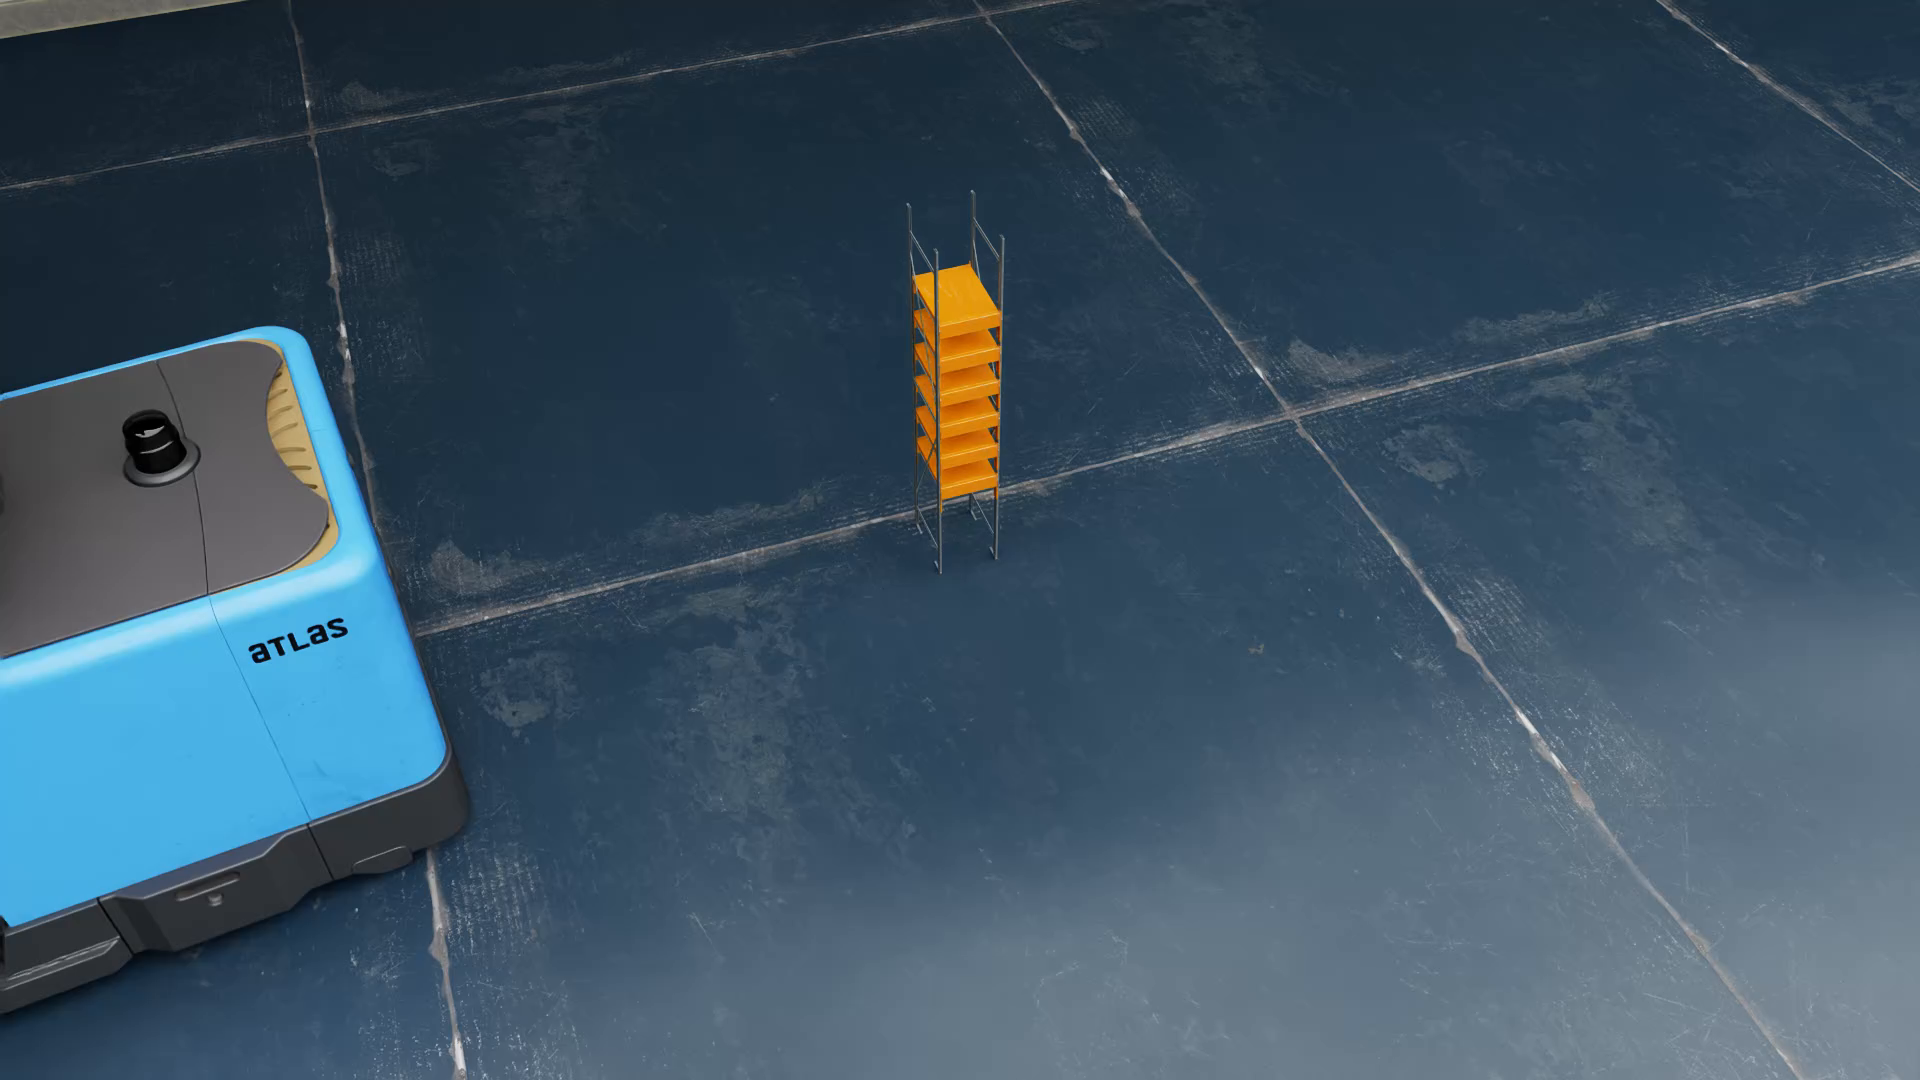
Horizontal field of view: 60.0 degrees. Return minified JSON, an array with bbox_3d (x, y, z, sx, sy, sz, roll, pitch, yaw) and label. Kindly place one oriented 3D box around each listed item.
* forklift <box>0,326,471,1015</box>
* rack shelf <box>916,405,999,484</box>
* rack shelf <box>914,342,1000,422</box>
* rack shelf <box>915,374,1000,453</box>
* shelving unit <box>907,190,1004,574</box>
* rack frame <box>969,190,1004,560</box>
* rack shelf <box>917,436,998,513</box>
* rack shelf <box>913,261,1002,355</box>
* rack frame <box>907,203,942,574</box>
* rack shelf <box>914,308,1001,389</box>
[{"bbox_3d":[-2.860,-0.090,3.270,3.031,2.935,1.130,-19,48,-18],"label":"forklift"},{"bbox_3d":[-0.014,-0.304,4.938,0.180,0.103,0.258,-14,47,-14],"label":"rack shelf"},{"bbox_3d":[-0.014,-0.473,4.768,0.180,0.103,0.258,-14,47,-14],"label":"rack shelf"},{"bbox_3d":[-0.014,-0.389,4.853,0.180,0.103,0.258,-14,47,-14],"label":"rack shelf"},{"bbox_3d":[-0.014,-0.420,4.822,0.189,1.200,0.258,-14,47,-14],"label":"shelving unit"},{"bbox_3d":[0.072,-0.442,4.843,0.006,1.200,0.240,-14,47,-14],"label":"rack frame"},{"bbox_3d":[-0.014,-0.219,5.023,0.180,0.103,0.258,-14,47,-14],"label":"rack shelf"},{"bbox_3d":[-0.014,-0.643,4.598,0.180,0.103,0.258,-14,47,-14],"label":"rack shelf"},{"bbox_3d":[-0.100,-0.398,4.800,0.006,1.200,0.240,-14,47,-14],"label":"rack frame"},{"bbox_3d":[-0.014,-0.558,4.683,0.180,0.103,0.258,-14,47,-14],"label":"rack shelf"}]
